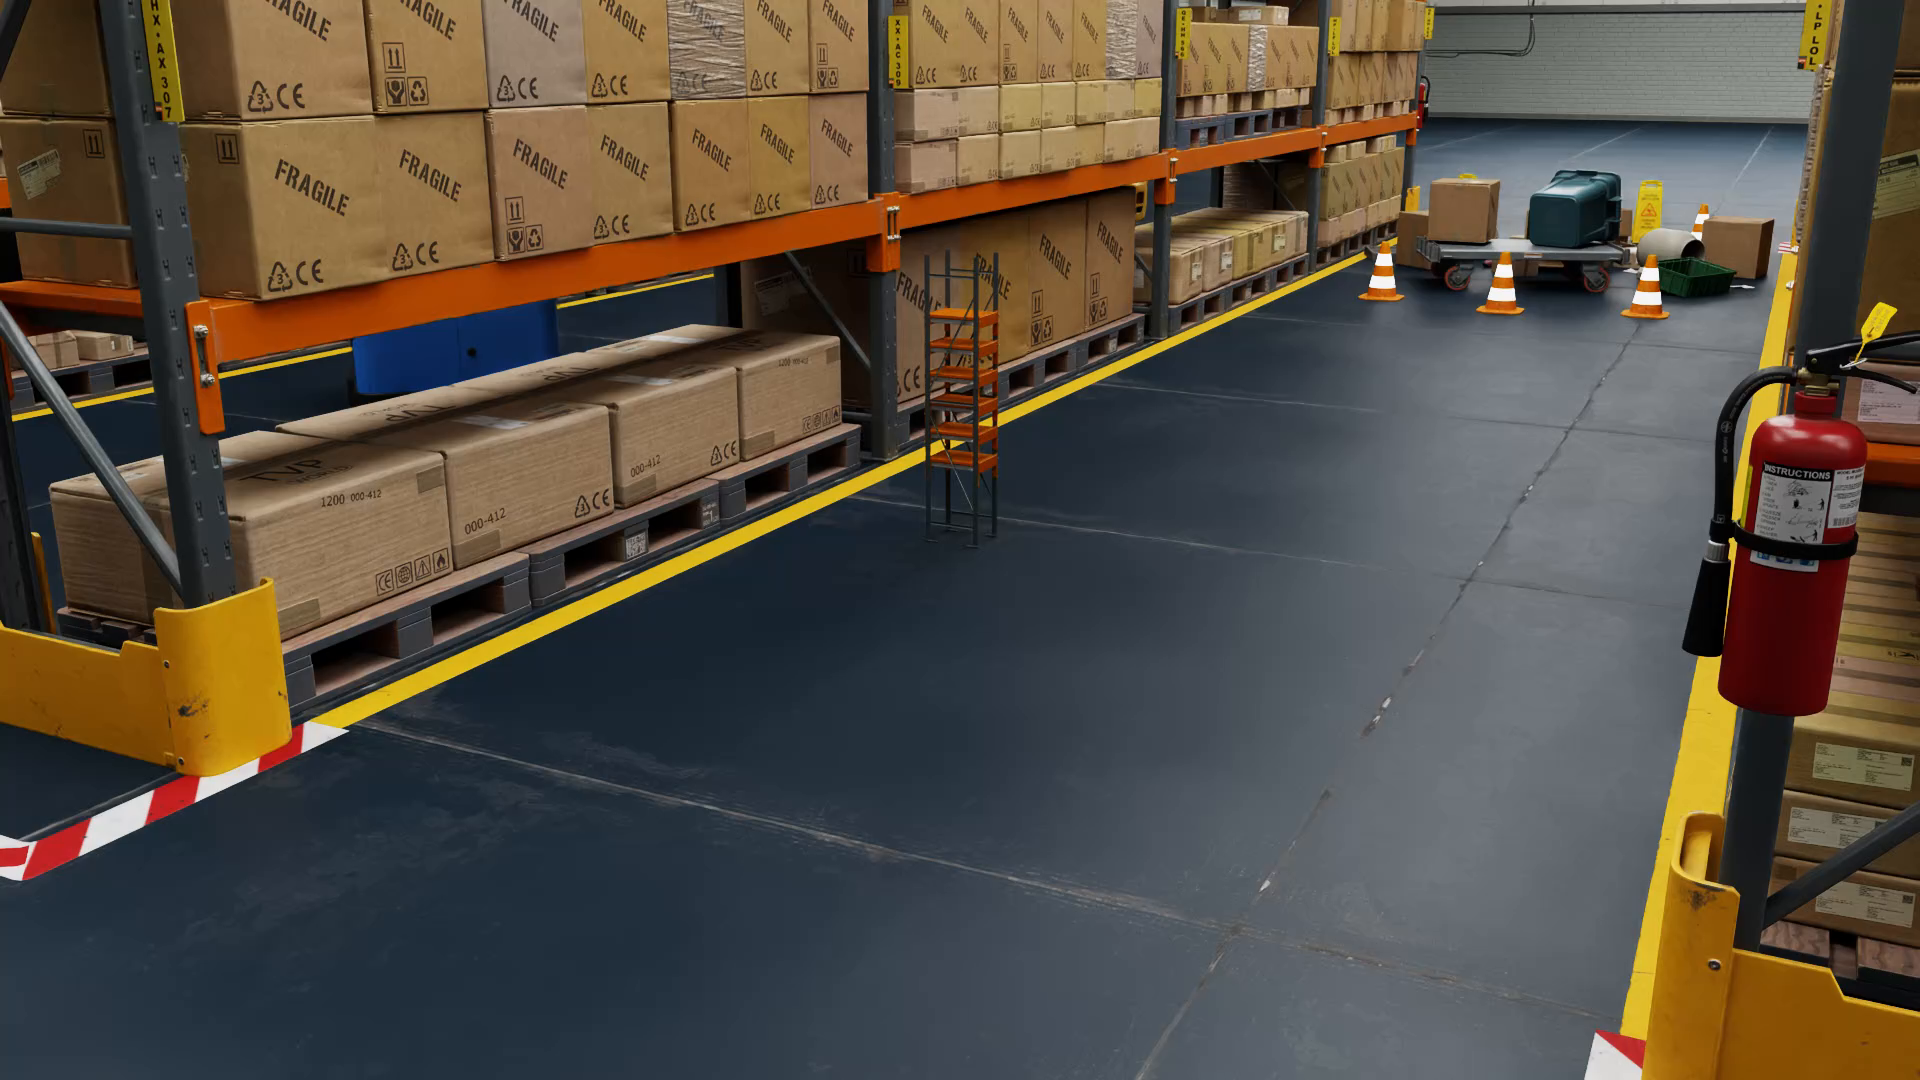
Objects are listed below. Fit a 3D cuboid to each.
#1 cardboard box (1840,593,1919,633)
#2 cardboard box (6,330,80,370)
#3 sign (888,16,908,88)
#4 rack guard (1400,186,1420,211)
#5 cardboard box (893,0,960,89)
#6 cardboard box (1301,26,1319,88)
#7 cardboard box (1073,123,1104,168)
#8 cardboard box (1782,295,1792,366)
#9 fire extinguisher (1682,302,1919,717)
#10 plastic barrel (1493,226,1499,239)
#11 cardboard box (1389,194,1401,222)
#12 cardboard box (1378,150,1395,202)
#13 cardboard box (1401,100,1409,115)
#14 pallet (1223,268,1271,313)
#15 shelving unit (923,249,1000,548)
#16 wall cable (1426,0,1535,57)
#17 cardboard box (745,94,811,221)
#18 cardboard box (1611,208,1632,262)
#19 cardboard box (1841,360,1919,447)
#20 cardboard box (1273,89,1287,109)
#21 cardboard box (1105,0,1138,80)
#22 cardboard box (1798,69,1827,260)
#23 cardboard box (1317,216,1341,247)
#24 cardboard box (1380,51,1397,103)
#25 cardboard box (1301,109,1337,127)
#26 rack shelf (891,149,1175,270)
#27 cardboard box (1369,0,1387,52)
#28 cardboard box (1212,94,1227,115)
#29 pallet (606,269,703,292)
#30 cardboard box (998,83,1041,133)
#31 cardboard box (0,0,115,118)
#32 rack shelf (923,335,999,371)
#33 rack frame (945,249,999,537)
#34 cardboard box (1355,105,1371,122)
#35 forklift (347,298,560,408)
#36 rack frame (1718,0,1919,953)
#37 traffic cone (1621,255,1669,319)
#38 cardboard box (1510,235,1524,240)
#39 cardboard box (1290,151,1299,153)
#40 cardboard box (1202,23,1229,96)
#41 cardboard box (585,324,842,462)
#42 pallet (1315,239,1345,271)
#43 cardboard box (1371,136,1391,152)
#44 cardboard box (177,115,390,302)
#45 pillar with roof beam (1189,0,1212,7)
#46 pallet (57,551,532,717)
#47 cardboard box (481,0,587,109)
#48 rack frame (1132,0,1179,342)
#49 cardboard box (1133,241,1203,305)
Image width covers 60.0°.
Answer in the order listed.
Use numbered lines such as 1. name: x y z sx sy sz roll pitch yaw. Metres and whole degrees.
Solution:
1. cardboard box: 2.249 0.242 4.165 0.380 0.149 0.250 7 18 23
2. cardboard box: -5.373 -1.148 9.686 0.396 0.266 0.258 9 19 27
3. sign: -0.288 -2.280 7.772 0.100 0.325 0.005 8 18 25
4. rack guard: 4.543 -3.736 18.725 1.175 0.500 0.348 8 18 25
5. cardboard box: -0.332 -2.500 8.241 0.500 0.500 0.500 8 18 26
6. cardboard box: 2.788 -4.180 14.393 0.500 0.500 0.500 8 18 24
7. cardboard box: 0.555 -2.424 10.180 0.500 0.250 0.500 8 18 25
8. cardboard box: 4.931 -1.167 9.339 0.500 0.500 0.500 7 18 23
9. fire extinguisher: 1.375 -0.053 2.725 0.296 0.674 0.183 8 18 25
10. plastic barrel: 5.008 -3.000 16.381 0.421 0.421 0.512 -7 18 -22
11. cardboard box: 4.445 -3.591 17.937 0.500 0.250 0.500 8 18 25
12. cardboard box: 4.222 -3.826 17.411 0.500 0.500 0.500 9 19 27
13. cardboard box: 4.587 -4.632 17.793 0.380 0.149 0.250 8 18 25
14. pallet: 1.899 -2.088 13.682 1.003 0.211 1.213 8 18 25
15. shelving unit: 0.006 -0.579 6.866 0.258 1.200 0.189 8 18 25
16. wall cable: 14.922 -15.132 47.622 3.097 2.526 0.112 8 18 25
17. cardboard box: -0.989 -1.663 7.178 0.500 0.500 0.500 8 18 24
18. cardboard box: 6.057 -2.987 16.199 0.797 0.503 0.637 -4 17 -13
19. cardboard box: 1.794 -0.273 3.116 0.380 0.149 0.250 8 18 25
20. cardboard box: 2.479 -3.649 13.745 0.380 0.149 0.250 8 18 26
21. cardboard box: 0.783 -3.146 10.418 0.500 0.500 0.500 8 19 26
22. cardboard box: 2.556 -0.998 4.420 0.500 0.500 0.500 9 19 28
23. cardboard box: 3.294 -2.934 15.726 0.500 0.250 0.500 7 18 23
24. cardboard box: 4.126 -4.717 16.939 0.500 0.500 0.500 8 18 25
25. cardboard box: 3.217 -3.854 15.172 0.380 0.149 0.250 8 18 25
26. rack shelf: 0.108 -2.062 9.961 1.077 0.370 4.000 8 18 25
27. cardboard box: 3.676 -4.941 15.937 0.700 0.500 0.500 8 18 24
28. cardboard box: 1.775 -3.255 12.419 0.380 0.149 0.250 8 18 26
29. pallet: -3.038 -2.414 14.783 1.003 0.211 1.213 8 18 25
30. cardboard box: 0.121 -2.403 9.230 0.500 0.250 0.500 8 18 26
31. cardboard box: -2.570 -1.558 5.072 0.500 0.500 0.500 9 19 27
32. rack shelf: 0.006 -0.766 6.810 0.258 0.103 0.180 8 18 25
33. rack frame: 0.047 -0.602 6.944 0.240 1.200 0.006 8 18 25
34. cardboard box: 3.797 -4.178 16.265 0.380 0.149 0.250 8 18 26
35. forklift: -3.047 -2.290 9.585 1.130 2.935 3.031 -6 17 -18
36. rack frame: 1.901 -0.274 2.679 1.000 3.000 0.127 8 18 25
37. traffic cone: 5.313 -1.965 12.828 0.336 0.463 0.334 8 18 25
38. cardboard box: 5.798 -2.996 16.851 0.250 0.149 0.380 -11 20 -32
39. cardboard box: 3.498 -3.759 17.188 0.500 0.500 0.500 8 19 26
40. cardboard box: 1.637 -3.527 12.194 0.500 0.500 0.500 9 19 28
41. cardboard box: -1.162 -0.724 7.956 0.875 0.438 0.875 8 18 25
42. pallet: 3.058 -2.774 15.992 1.003 0.211 1.213 8 18 25
43. cardboard box: 4.233 -4.104 17.210 0.380 0.149 0.250 8 19 26
44. cardboard box: -2.101 -1.012 4.987 0.500 0.500 0.500 8 18 25
45. pillar with roof beam: 8.230 -10.906 27.939 9.100 9.000 0.400 8 18 25
46. pallet: -2.285 0.245 5.829 1.003 0.211 1.213 8 18 25
47. cardboard box: -1.656 -1.756 5.737 0.500 0.500 0.500 8 18 25
48. rack frame: 1.002 -2.916 11.573 1.000 3.000 0.127 8 18 25
49. cardboard box: 1.263 -2.000 12.368 0.950 0.372 0.625 7 18 22
